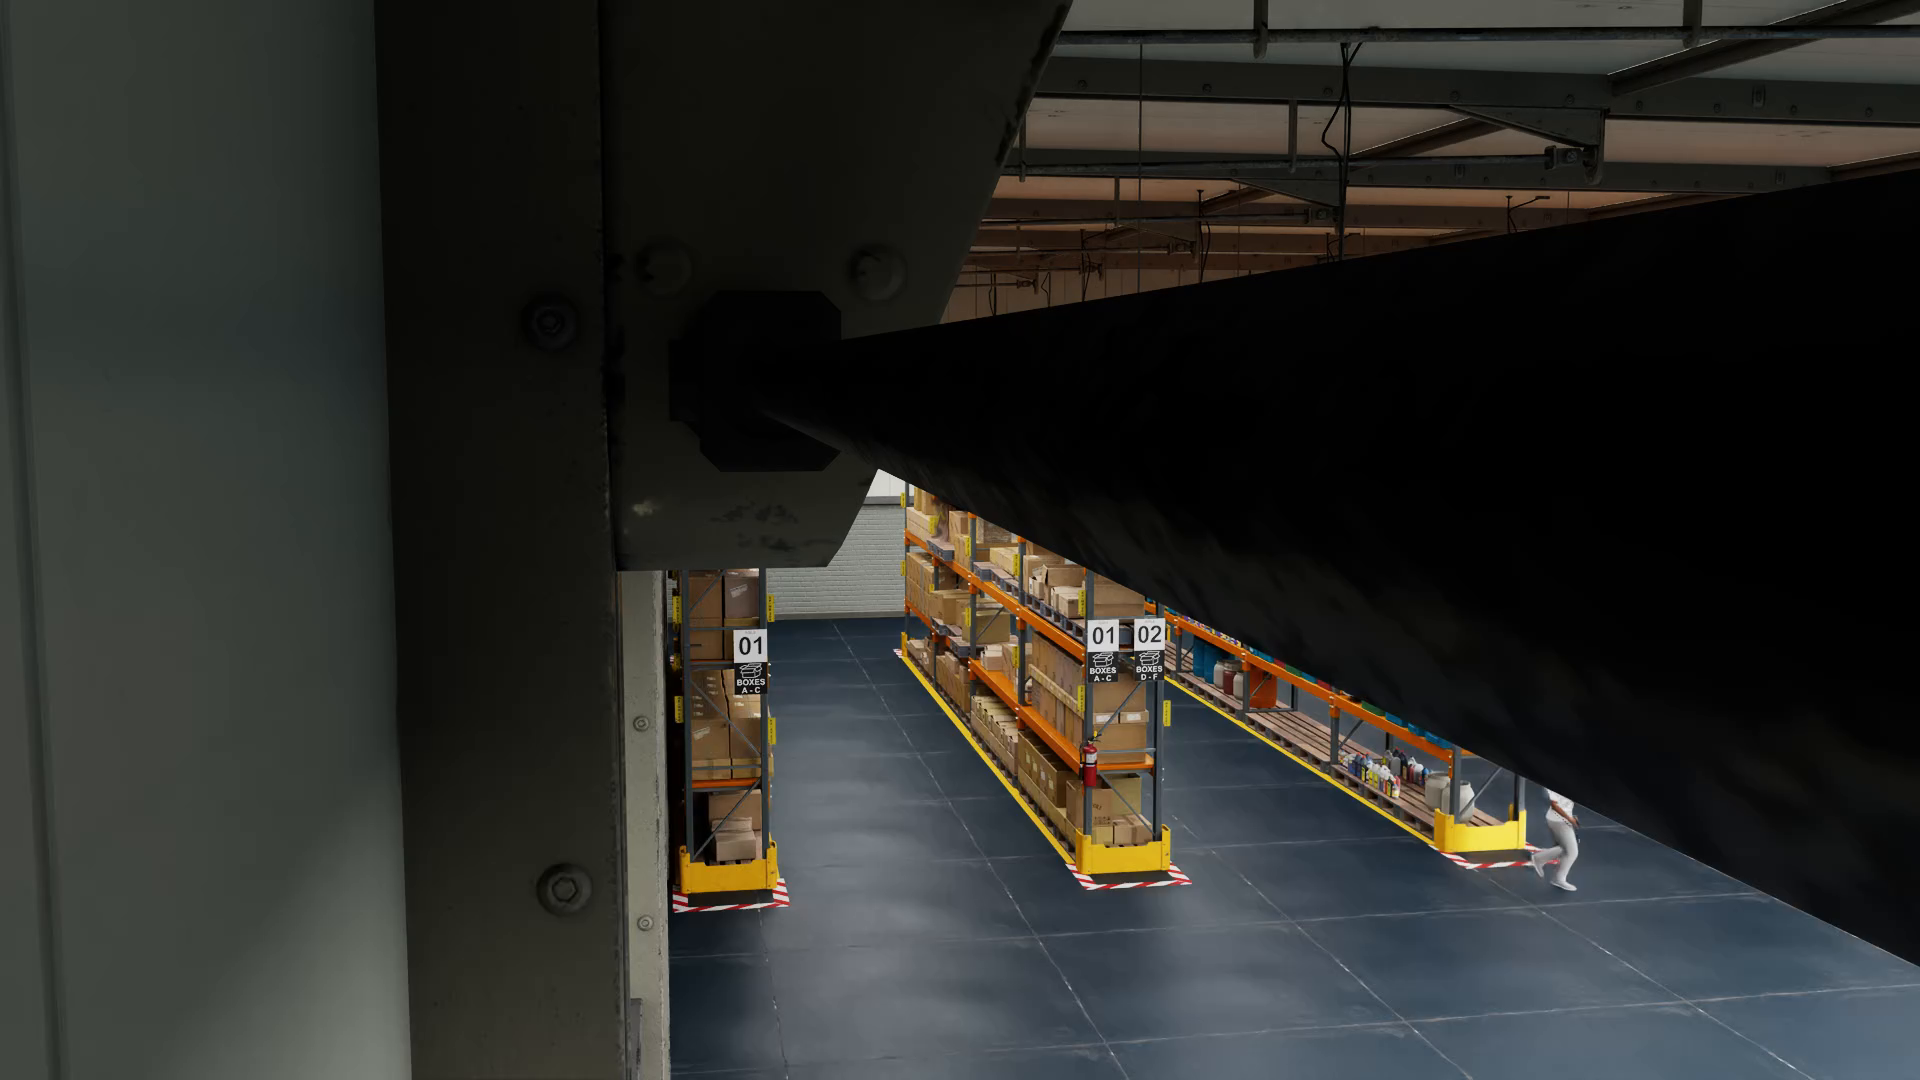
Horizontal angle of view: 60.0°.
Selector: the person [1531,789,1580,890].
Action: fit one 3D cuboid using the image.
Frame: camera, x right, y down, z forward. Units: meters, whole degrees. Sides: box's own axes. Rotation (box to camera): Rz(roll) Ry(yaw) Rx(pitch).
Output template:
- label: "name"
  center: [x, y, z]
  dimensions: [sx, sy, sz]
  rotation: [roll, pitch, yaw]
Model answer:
- label: "person"
  center: [7.287, 3.419, 20.323]
  dimensions: [0.567, 1.664, 0.610]
  rotation: [3, 6, 24]
